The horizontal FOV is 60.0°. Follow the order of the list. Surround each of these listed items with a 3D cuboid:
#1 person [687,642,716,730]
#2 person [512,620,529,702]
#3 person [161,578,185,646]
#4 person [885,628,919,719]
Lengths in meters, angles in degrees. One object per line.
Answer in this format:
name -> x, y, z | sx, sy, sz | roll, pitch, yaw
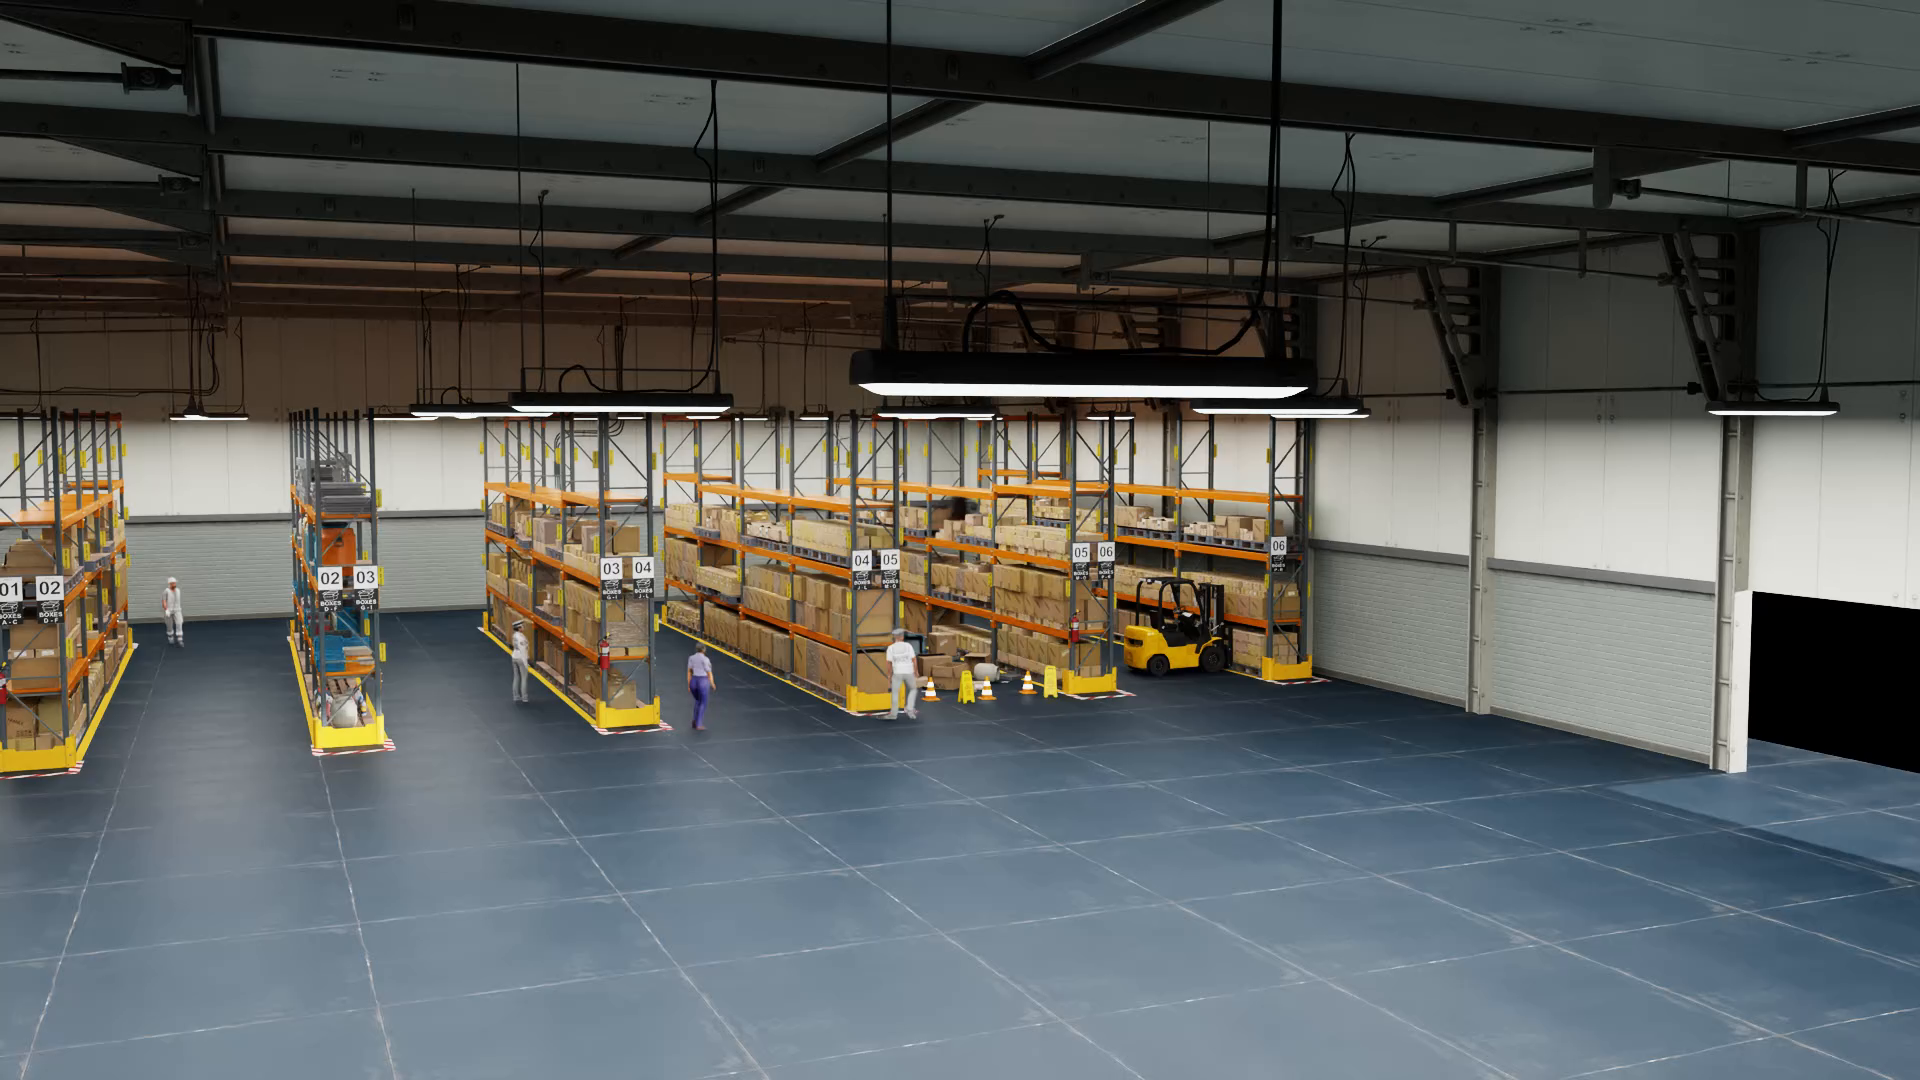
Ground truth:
person -> -4.829, 2.744, 31.044 | 0.502, 1.705, 0.484 | 2, 4, 26
person -> -9.035, 2.482, 34.259 | 0.482, 1.689, 0.375 | 3, 5, 41
person -> -20.238, 1.833, 42.717 | 0.484, 1.727, 1.031 | -2, 5, -30
person -> -1.120, 2.595, 32.095 | 0.671, 1.777, 0.441 | 0, 4, -4
